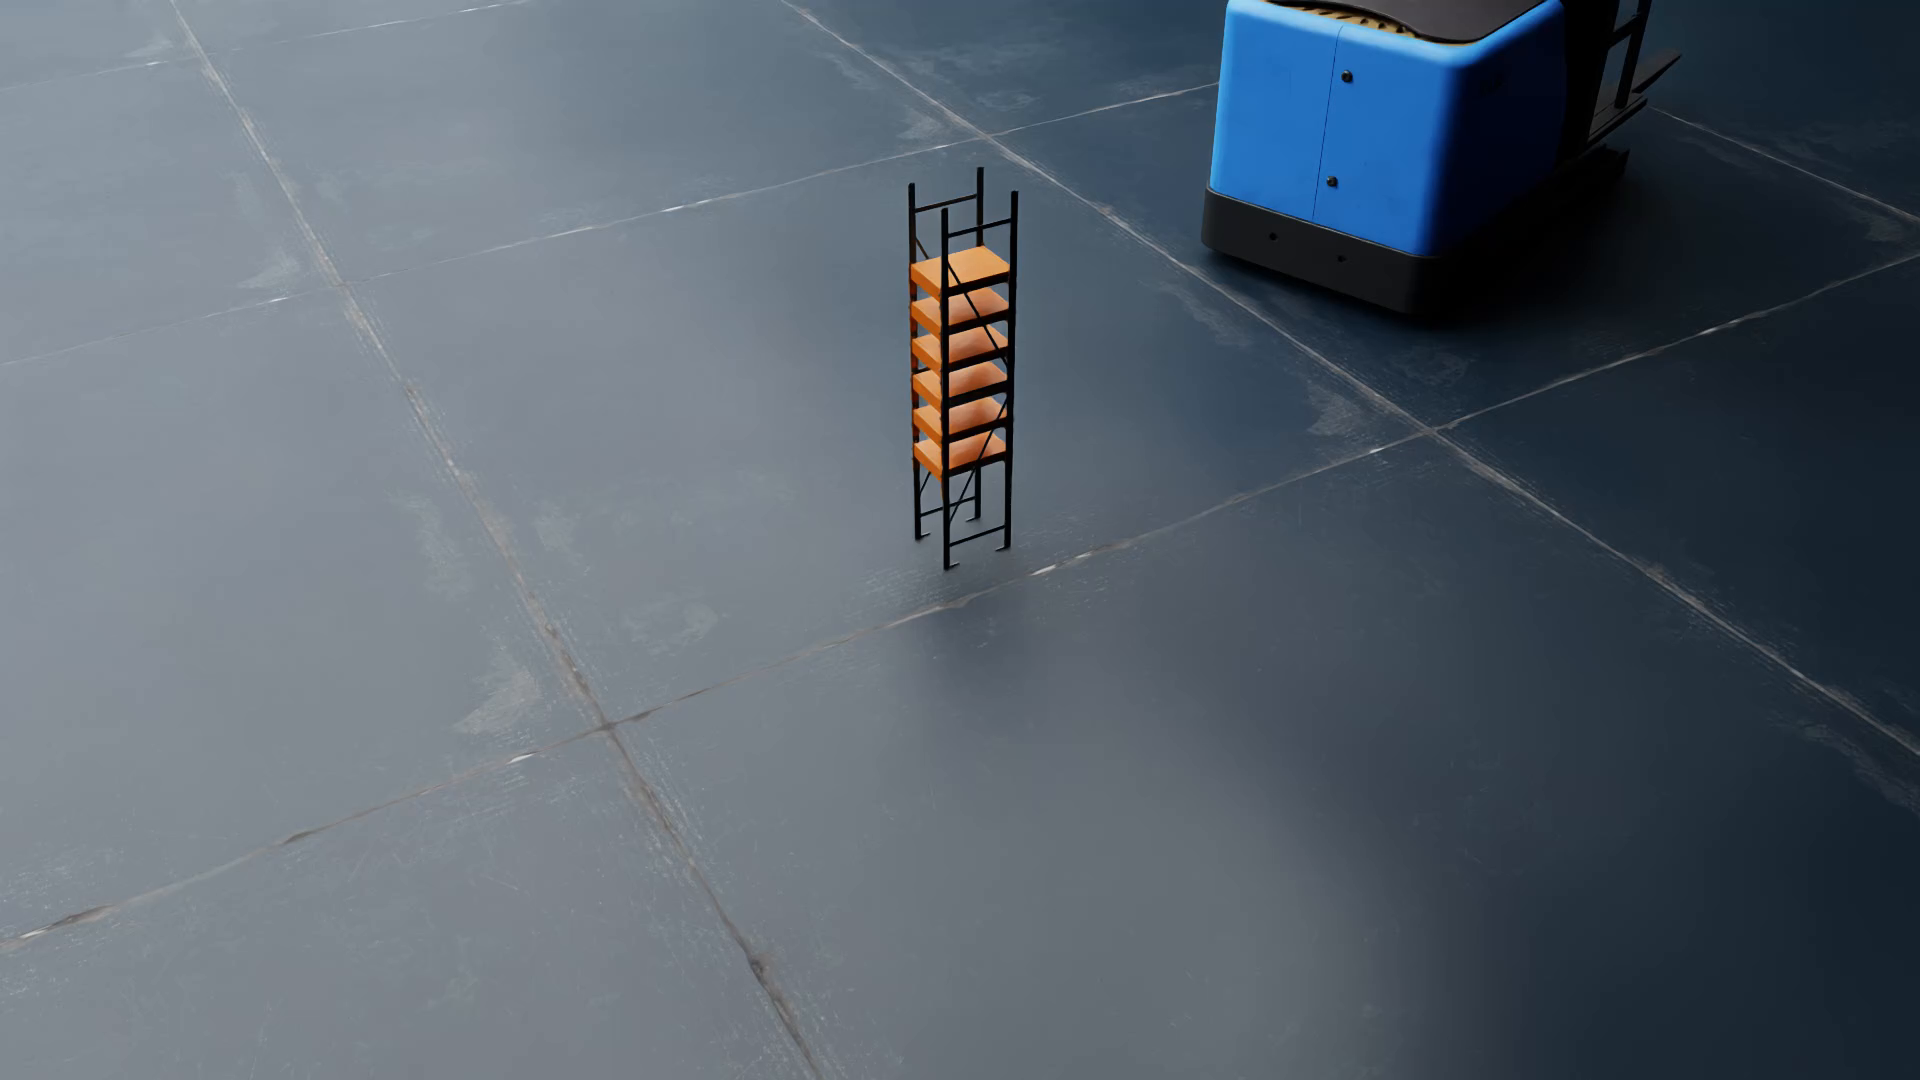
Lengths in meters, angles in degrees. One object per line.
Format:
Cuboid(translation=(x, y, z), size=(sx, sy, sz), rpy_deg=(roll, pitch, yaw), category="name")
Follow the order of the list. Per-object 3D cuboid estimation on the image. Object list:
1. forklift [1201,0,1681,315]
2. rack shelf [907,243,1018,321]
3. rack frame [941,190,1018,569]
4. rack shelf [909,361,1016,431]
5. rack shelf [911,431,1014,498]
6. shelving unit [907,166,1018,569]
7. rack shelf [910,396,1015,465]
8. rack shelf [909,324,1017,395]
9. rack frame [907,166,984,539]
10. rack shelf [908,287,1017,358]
Cuboid(translation=(2.312, -2.835, 6.646), size=(1.130, 2.935, 3.031), rpy_deg=(26, 43, 31), category="forklift")
Cuboid(translation=(0.007, -0.732, 4.700), size=(0.258, 0.103, 0.180), rpy_deg=(-19, 40, -24), category="rack shelf")
Cuboid(translation=(0.053, -0.430, 4.822), size=(0.240, 1.200, 0.006), rpy_deg=(-19, 40, -24), category="rack frame")
Cuboid(translation=(0.007, -0.441, 4.912), size=(0.258, 0.103, 0.180), rpy_deg=(-19, 40, -24), category="rack shelf")
Cuboid(translation=(0.007, -0.247, 5.054), size=(0.258, 0.103, 0.180), rpy_deg=(-19, 40, -24), category="rack shelf")
Cuboid(translation=(0.007, -0.477, 4.886), size=(0.258, 1.200, 0.189), rpy_deg=(-19, 40, -24), category="shelving unit")
Cuboid(translation=(0.007, -0.344, 4.983), size=(0.258, 0.103, 0.180), rpy_deg=(-19, 40, -24), category="rack shelf")
Cuboid(translation=(0.007, -0.538, 4.841), size=(0.258, 0.103, 0.180), rpy_deg=(-19, 40, -24), category="rack shelf")
Cuboid(translation=(-0.039, -0.524, 4.950), size=(0.240, 1.200, 0.006), rpy_deg=(-19, 40, -24), category="rack frame")
Cuboid(translation=(0.007, -0.635, 4.771), size=(0.258, 0.103, 0.180), rpy_deg=(-19, 40, -24), category="rack shelf")
